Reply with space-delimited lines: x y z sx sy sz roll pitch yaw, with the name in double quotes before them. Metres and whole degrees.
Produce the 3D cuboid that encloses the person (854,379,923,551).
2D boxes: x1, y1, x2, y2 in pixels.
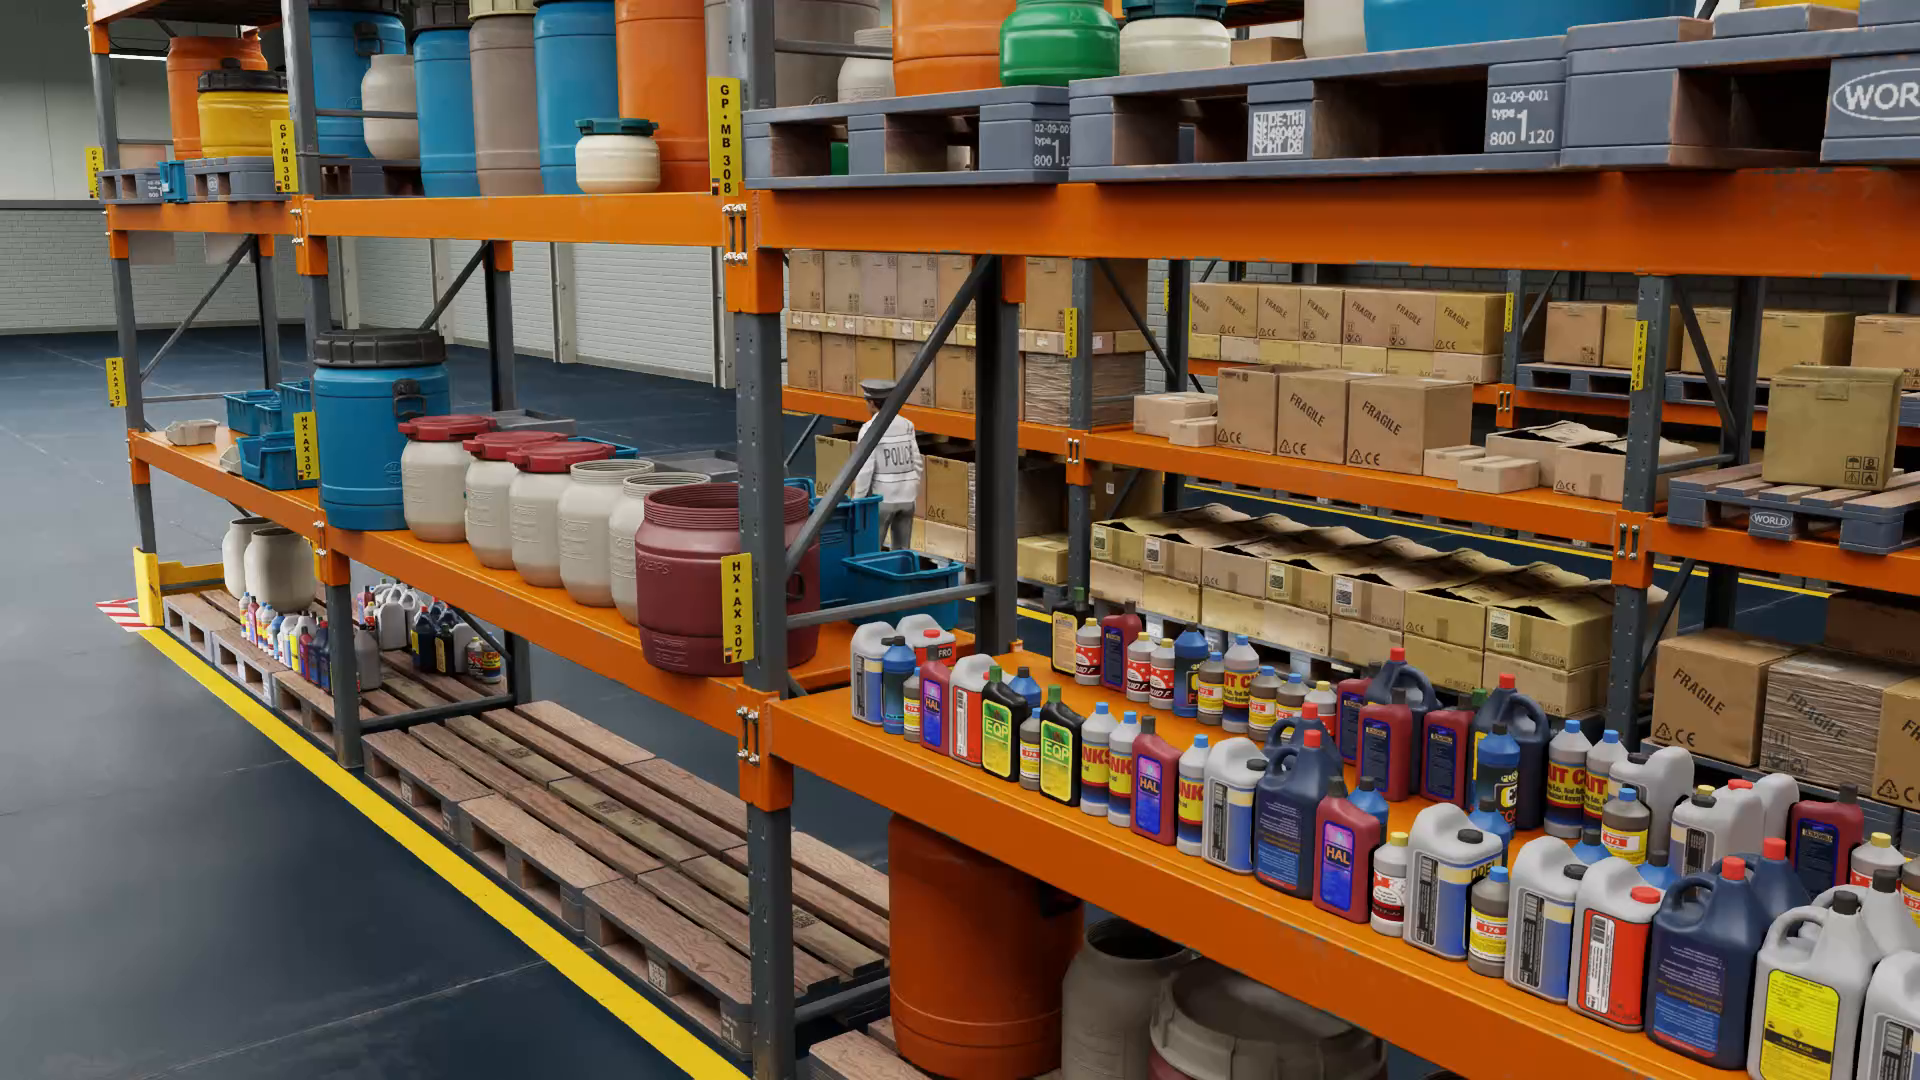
"person" -0.502 -0.251 11.212 0.526 1.663 0.411 -9 14 -39
